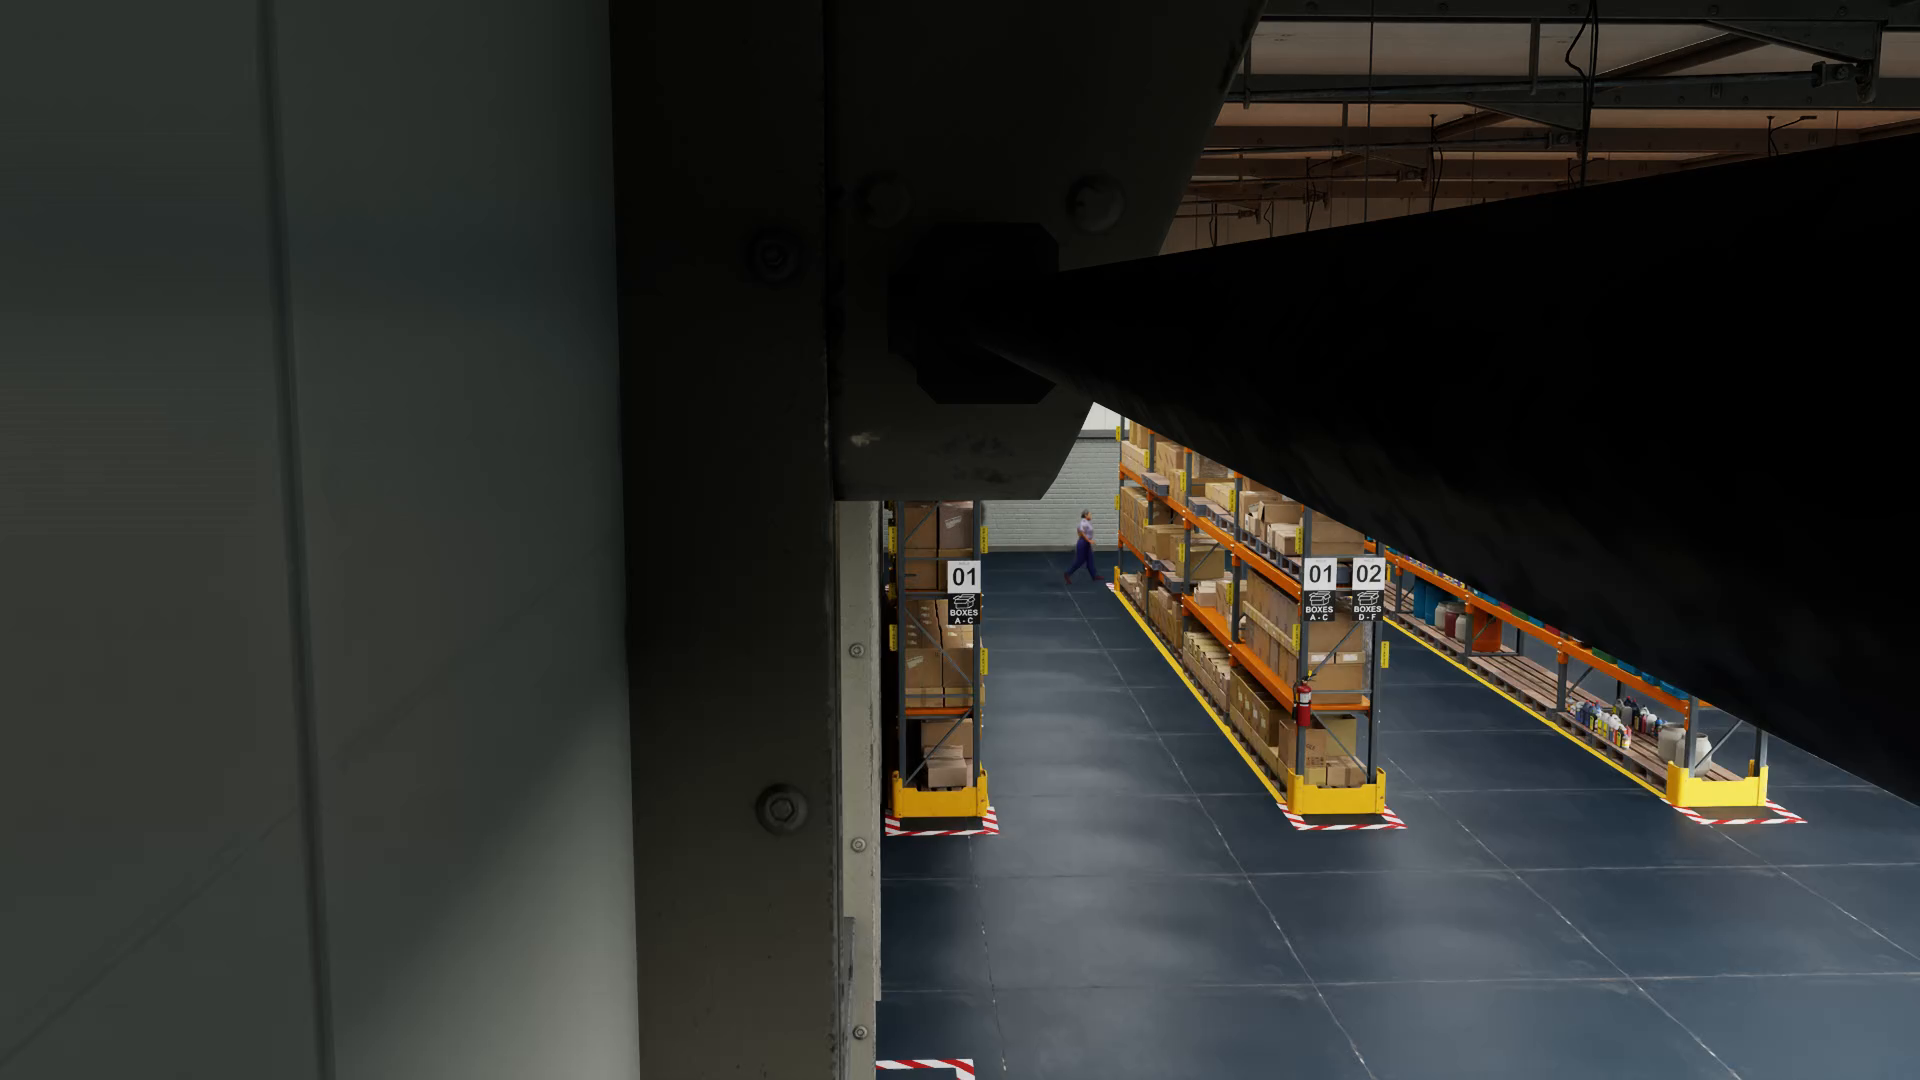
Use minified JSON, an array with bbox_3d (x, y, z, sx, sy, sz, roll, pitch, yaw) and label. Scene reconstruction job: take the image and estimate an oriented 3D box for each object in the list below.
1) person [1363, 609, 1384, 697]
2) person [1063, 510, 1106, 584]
[{"bbox_3d":[6.523,1.622,27.054,0.722,1.733,1.040,-3,9,-23],"label":"person"},{"bbox_3d":[2.795,0.140,37.293,0.967,1.643,0.632,1,8,5],"label":"person"}]
